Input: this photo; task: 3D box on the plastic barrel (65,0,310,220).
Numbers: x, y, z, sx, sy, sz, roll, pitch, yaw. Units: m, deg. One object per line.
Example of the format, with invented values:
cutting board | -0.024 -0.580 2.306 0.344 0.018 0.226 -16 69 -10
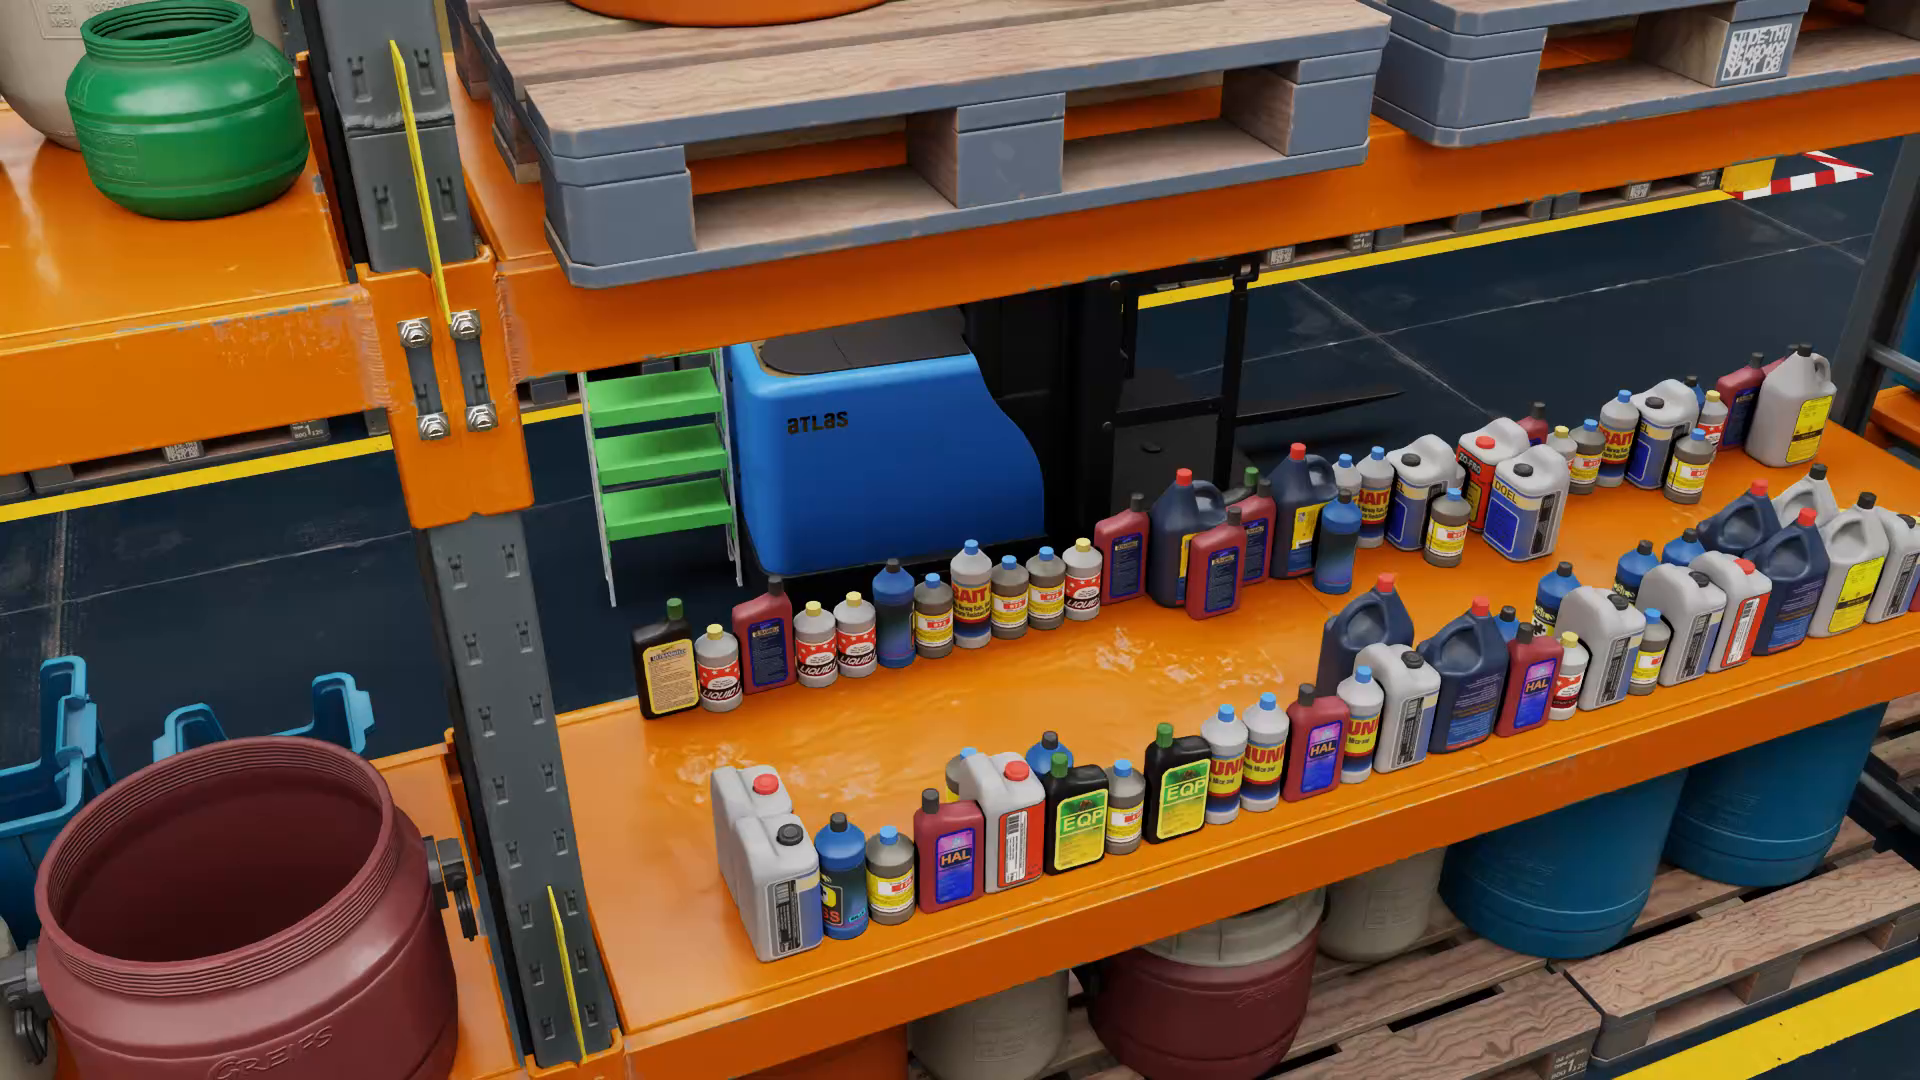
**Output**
plastic barrel | -1.075 -0.601 2.316 0.294 0.245 0.294 0 33 0

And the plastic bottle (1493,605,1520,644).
plastic bottle | 1.201 0.265 3.710 0.097 0.271 0.097 0 33 0

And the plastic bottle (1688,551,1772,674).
plastic bottle | 1.781 0.150 3.883 0.135 0.276 0.152 -13 35 -19

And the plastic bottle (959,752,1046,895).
plastic bottle | 0.084 0.539 3.286 0.135 0.276 0.152 -13 35 -19

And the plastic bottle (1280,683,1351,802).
plastic bottle | 0.740 0.412 3.473 0.133 0.283 0.061 -13 35 -19

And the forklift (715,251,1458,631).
forklift | 0.602 -1.325 6.099 3.031 2.935 1.130 -9 34 -14

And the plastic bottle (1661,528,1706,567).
plastic bottle | 1.716 0.093 3.975 0.097 0.271 0.097 0 33 0

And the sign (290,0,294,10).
sign | -2.563 -2.185 6.297 0.005 0.325 0.100 -13 35 -19

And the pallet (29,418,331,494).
pallet | -3.555 -0.656 7.564 1.213 0.211 1.003 -13 35 -19

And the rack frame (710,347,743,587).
rack frame | -0.887 -0.385 6.242 0.015 1.200 0.240 -9 34 -14

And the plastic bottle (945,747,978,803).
plastic bottle | 0.019 0.511 3.396 0.097 0.201 0.097 0 33 0

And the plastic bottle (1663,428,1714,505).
plastic bottle | 1.975 -0.206 4.498 0.097 0.201 0.097 0 33 0

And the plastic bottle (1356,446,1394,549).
plastic bottle | 1.062 -0.116 4.296 0.097 0.271 0.097 0 33 0

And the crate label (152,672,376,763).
crate label | -1.400 0.484 3.410 0.416 0.233 0.303 -13 35 -19

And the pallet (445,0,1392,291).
pallet | -0.124 -0.777 2.617 1.213 0.211 1.003 -13 35 -19

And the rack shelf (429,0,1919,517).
rack shelf | 0.977 -0.865 3.238 4.000 0.370 1.077 -13 35 -19

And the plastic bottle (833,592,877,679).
plastic bottle | -0.243 0.212 3.856 0.097 0.201 0.097 0 33 0

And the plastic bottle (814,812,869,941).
plastic bottle | -0.225 0.627 3.153 0.097 0.271 0.097 0 33 0

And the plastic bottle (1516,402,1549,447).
plastic bottle | 1.499 -0.232 4.463 0.133 0.283 0.061 -13 35 -19

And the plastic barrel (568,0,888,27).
plastic barrel | -0.342 -1.219 2.343 0.708 0.830 0.600 -13 35 -19

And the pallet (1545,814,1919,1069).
pallet | 2.094 0.979 5.051 1.213 0.211 1.003 -13 35 -19

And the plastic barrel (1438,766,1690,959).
plastic barrel | 1.660 0.628 4.574 0.708 0.901 0.600 -13 35 -19

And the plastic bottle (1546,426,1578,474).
plastic bottle | 1.613 -0.213 4.509 0.097 0.201 0.097 0 33 0

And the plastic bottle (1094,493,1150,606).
plastic bottle | 0.395 0.021 4.075 0.133 0.283 0.061 -13 35 -19

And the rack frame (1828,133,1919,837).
rack frame | 2.821 -0.331 4.509 0.127 3.000 1.000 -13 35 -19

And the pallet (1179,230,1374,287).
pallet | 1.541 -1.799 9.321 1.213 0.211 1.003 -13 35 -19

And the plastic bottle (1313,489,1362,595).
plastic bottle | 0.938 -0.003 4.122 0.097 0.271 0.097 0 33 0

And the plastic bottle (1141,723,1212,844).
plastic bottle | 0.438 0.481 3.367 0.133 0.283 0.061 -13 35 -19

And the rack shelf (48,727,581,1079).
rack shelf | -2.711 1.237 2.758 4.000 0.370 1.077 -13 35 -19

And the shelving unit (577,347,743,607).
shelving unit | -1.121 -0.348 6.184 0.503 1.200 0.258 -9 34 -14

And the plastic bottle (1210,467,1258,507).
plastic bottle | 0.688 -0.046 4.178 0.133 0.283 0.061 -13 35 -19

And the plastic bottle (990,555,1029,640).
plastic bottle | 0.116 0.130 3.982 0.097 0.201 0.097 0 33 0

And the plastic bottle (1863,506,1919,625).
plastic bottle | 2.246 0.043 4.047 0.135 0.276 0.152 -13 35 -19

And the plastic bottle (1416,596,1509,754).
plastic bottle | 1.085 0.280 3.614 0.185 0.351 0.144 -13 35 -19

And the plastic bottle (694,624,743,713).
plastic bottle | -0.545 0.281 3.750 0.097 0.201 0.097 0 33 0

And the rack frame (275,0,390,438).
rack frame | -2.781 -1.979 7.040 0.127 3.000 1.000 -13 35 -19

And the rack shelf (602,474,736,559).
rack shelf | -1.121 -0.093 6.350 0.480 0.148 0.258 -9 34 -14

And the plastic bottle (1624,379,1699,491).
plastic bottle | 1.910 -0.296 4.568 0.135 0.276 0.152 -13 35 -19

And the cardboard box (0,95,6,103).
cardboard box | -3.680 -1.850 6.924 0.500 0.311 0.500 -13 35 -19

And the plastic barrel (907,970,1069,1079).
plastic barrel | 0.064 1.104 4.199 0.421 0.512 0.421 0 33 0

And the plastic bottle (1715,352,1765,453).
plastic bottle | 2.195 -0.392 4.708 0.133 0.283 0.061 -13 35 -19

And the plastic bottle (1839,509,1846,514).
plastic bottle | 2.181 0.016 4.157 0.097 0.201 0.097 0 33 0

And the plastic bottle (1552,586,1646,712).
plastic bottle | 1.443 0.227 3.764 0.135 0.276 0.152 -13 35 -19
